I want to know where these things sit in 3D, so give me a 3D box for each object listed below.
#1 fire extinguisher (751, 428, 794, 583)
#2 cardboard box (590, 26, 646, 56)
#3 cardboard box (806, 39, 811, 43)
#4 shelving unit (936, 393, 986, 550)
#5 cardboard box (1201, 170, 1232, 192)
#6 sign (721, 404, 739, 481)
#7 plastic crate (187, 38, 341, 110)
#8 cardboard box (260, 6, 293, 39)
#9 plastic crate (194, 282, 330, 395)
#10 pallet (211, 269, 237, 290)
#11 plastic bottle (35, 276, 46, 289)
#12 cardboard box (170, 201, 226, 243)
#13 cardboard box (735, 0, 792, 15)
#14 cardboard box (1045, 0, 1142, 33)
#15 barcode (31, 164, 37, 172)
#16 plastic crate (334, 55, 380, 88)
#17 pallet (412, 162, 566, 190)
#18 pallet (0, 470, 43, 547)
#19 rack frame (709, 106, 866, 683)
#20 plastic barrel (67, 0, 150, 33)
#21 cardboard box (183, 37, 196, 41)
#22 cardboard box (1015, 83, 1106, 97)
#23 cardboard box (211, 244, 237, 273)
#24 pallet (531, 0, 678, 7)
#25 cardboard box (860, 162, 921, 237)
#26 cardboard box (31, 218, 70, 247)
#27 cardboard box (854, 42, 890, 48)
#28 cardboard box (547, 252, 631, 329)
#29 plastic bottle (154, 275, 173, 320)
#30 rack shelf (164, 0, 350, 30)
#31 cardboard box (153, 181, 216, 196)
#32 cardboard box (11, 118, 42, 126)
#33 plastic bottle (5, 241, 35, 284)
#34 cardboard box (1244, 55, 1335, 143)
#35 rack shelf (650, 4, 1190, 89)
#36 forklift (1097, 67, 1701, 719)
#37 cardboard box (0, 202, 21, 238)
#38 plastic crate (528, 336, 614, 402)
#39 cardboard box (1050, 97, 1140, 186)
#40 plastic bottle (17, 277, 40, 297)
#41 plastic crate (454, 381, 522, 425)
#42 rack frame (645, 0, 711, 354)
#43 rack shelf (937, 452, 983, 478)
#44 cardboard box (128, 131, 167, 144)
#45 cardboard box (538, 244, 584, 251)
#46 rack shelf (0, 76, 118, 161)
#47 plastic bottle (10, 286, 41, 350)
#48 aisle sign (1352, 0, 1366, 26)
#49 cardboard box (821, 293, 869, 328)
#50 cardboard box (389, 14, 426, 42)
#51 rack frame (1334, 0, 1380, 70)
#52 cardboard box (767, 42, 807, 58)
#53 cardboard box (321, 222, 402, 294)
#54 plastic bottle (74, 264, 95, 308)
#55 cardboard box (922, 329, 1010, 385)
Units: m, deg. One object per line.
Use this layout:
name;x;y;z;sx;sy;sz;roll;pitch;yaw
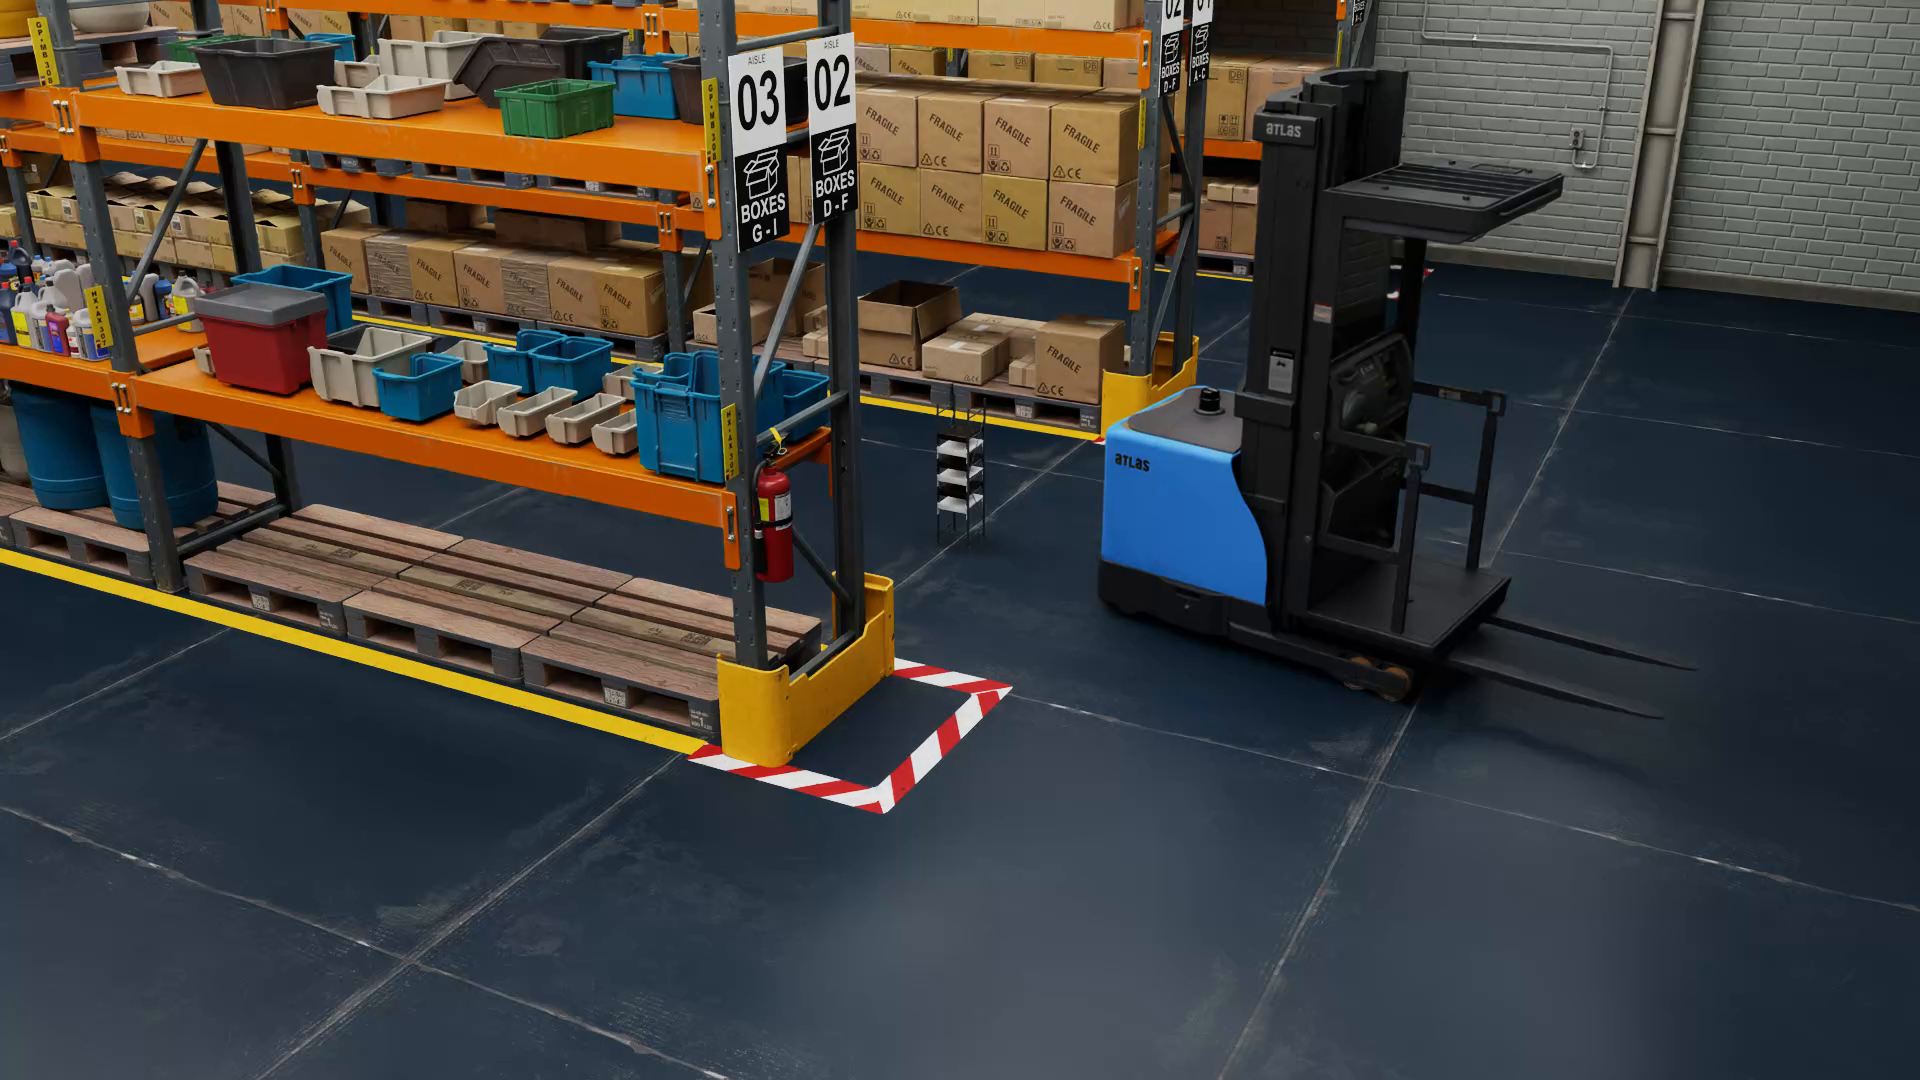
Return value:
fire extinguisher;-0.832;-0.150;7.345;0.183;0.674;0.296;11;25;25
cardboard box;-3.855;-5.743;19.232;0.500;0.500;0.700;8;24;18
cardboard box;-1.300;-5.423;17.677;0.500;0.250;0.500;12;26;26
shelving unit;0.007;-0.413;10.071;0.210;0.900;0.258;11;25;25
cardboard box;2.565;-3.614;16.744;0.250;0.149;0.380;11;26;25
sign;-0.995;-0.423;7.202;0.005;0.325;0.100;11;25;25
plastic crate;-3.346;-2.254;8.051;0.590;0.269;0.497;11;25;25
cardboard box;-8.454;-6.561;21.053;0.500;0.500;0.500;10;25;23
plastic crate;-3.647;-1.061;8.753;0.583;0.464;0.402;11;25;25
pallet;-6.380;-2.560;16.001;1.213;0.211;1.003;11;25;25
plastic bottle;-5.645;-1.530;10.268;0.097;0.201;0.097;0;23;0
cardboard box;-7.157;-3.057;15.865;0.500;0.311;0.500;11;25;24
cardboard box;-1.326;-4.028;12.246;0.500;0.250;0.500;11;25;25
cardboard box;0.899;-3.582;11.198;0.500;0.250;0.500;11;25;25
barcode;-9.192;-3.694;16.509;0.075;0.075;0.001;11;25;25
plastic crate;-3.024;-2.416;8.603;0.466;0.136;0.293;11;25;25
pallet;-3.925;-3.254;14.315;1.213;0.211;1.003;11;25;25
pallet;-6.094;-0.331;10.760;1.213;0.211;1.003;11;25;25
rack frame;-0.761;-0.543;7.693;0.127;3.000;1.000;11;25;25
plastic barrel;-4.688;-3.065;9.082;0.433;0.535;0.433;0;23;0
cardboard box;-9.808;-6.484;21.831;0.500;0.250;0.500;10;25;23
cardboard box;0.730;-3.038;12.156;0.500;0.500;0.500;11;26;25
cardboard box;-6.704;-2.710;15.766;0.500;0.250;0.500;11;25;24
pallet;-2.643;-4.412;13.198;1.003;0.211;1.213;11;25;25
cardboard box;-0.403;-2.571;12.336;0.500;0.500;0.500;11;25;24
cardboard box;-8.984;-3.161;16.827;0.500;0.250;0.500;11;25;23
cardboard box;-0.845;-5.333;17.465;0.500;0.250;0.500;12;26;26
cardboard box;-3.100;-2.108;14.005;0.500;0.500;0.500;11;26;25
plastic bottle;-4.783;-1.458;10.010;0.097;0.271;0.097;0;23;0
rack shelf;-7.447;-5.087;15.465;4.000;0.370;1.077;11;25;25
cardboard box;-7.830;-3.427;16.735;0.500;0.311;0.500;11;25;24
cardboard box;-9.631;-4.513;16.901;0.500;0.500;0.700;10;25;23
plastic bottle;-5.920;-1.709;10.500;0.185;0.351;0.144;11;25;25
cardboard box;3.249;-4.227;15.974;0.700;0.700;0.980;12;26;27
rack shelf;-0.308;-3.674;12.143;4.000;0.370;1.077;11;25;25
forklift;2.253;-0.775;8.327;3.031;2.935;1.130;16;28;34
cardboard box;-9.745;-3.324;17.211;0.500;0.250;0.500;11;25;25
plastic crate;-2.008;-0.884;8.633;0.300;0.233;0.416;11;25;25
cardboard box;0.956;-2.761;11.503;0.500;0.500;0.500;11;25;24
plastic bottle;-5.399;-1.357;9.671;0.185;0.351;0.144;11;25;25
plastic crate;-2.355;-0.672;8.258;0.250;0.136;0.298;11;25;25
rack frame;-2.093;-2.978;13.420;0.127;3.000;1.000;11;25;25
rack shelf;0.007;-0.465;10.048;0.200;0.077;0.258;11;25;25
cardboard box;-7.637;-4.114;15.963;0.500;0.500;0.500;11;25;25
cardboard box;-3.338;-2.382;14.650;0.500;0.500;0.500;12;26;25
rack shelf;-6.116;-2.651;9.738;4.000;0.370;1.077;11;25;25
plastic bottle;-5.299;-1.274;9.476;0.185;0.351;0.144;11;25;25
aisle sign;3.638;-5.081;15.044;0.004;0.787;0.394;11;25;25
cardboard box;-0.787;-1.809;13.545;0.500;0.311;0.500;11;25;25
cardboard box;-6.562;-6.268;20.467;0.500;0.500;0.700;11;26;25
rack frame;3.709;-4.003;15.829;0.127;3.000;1.000;11;25;25
cardboard box;-1.739;-5.159;18.015;0.500;0.500;0.500;12;26;26
cardboard box;-5.385;-2.556;15.060;0.500;0.500;0.500;12;26;27
plastic bottle;-5.399;-1.570;10.268;0.135;0.276;0.152;11;25;25
cardboard box;0.046;-1.397;12.654;0.500;0.250;0.500;11;25;25
